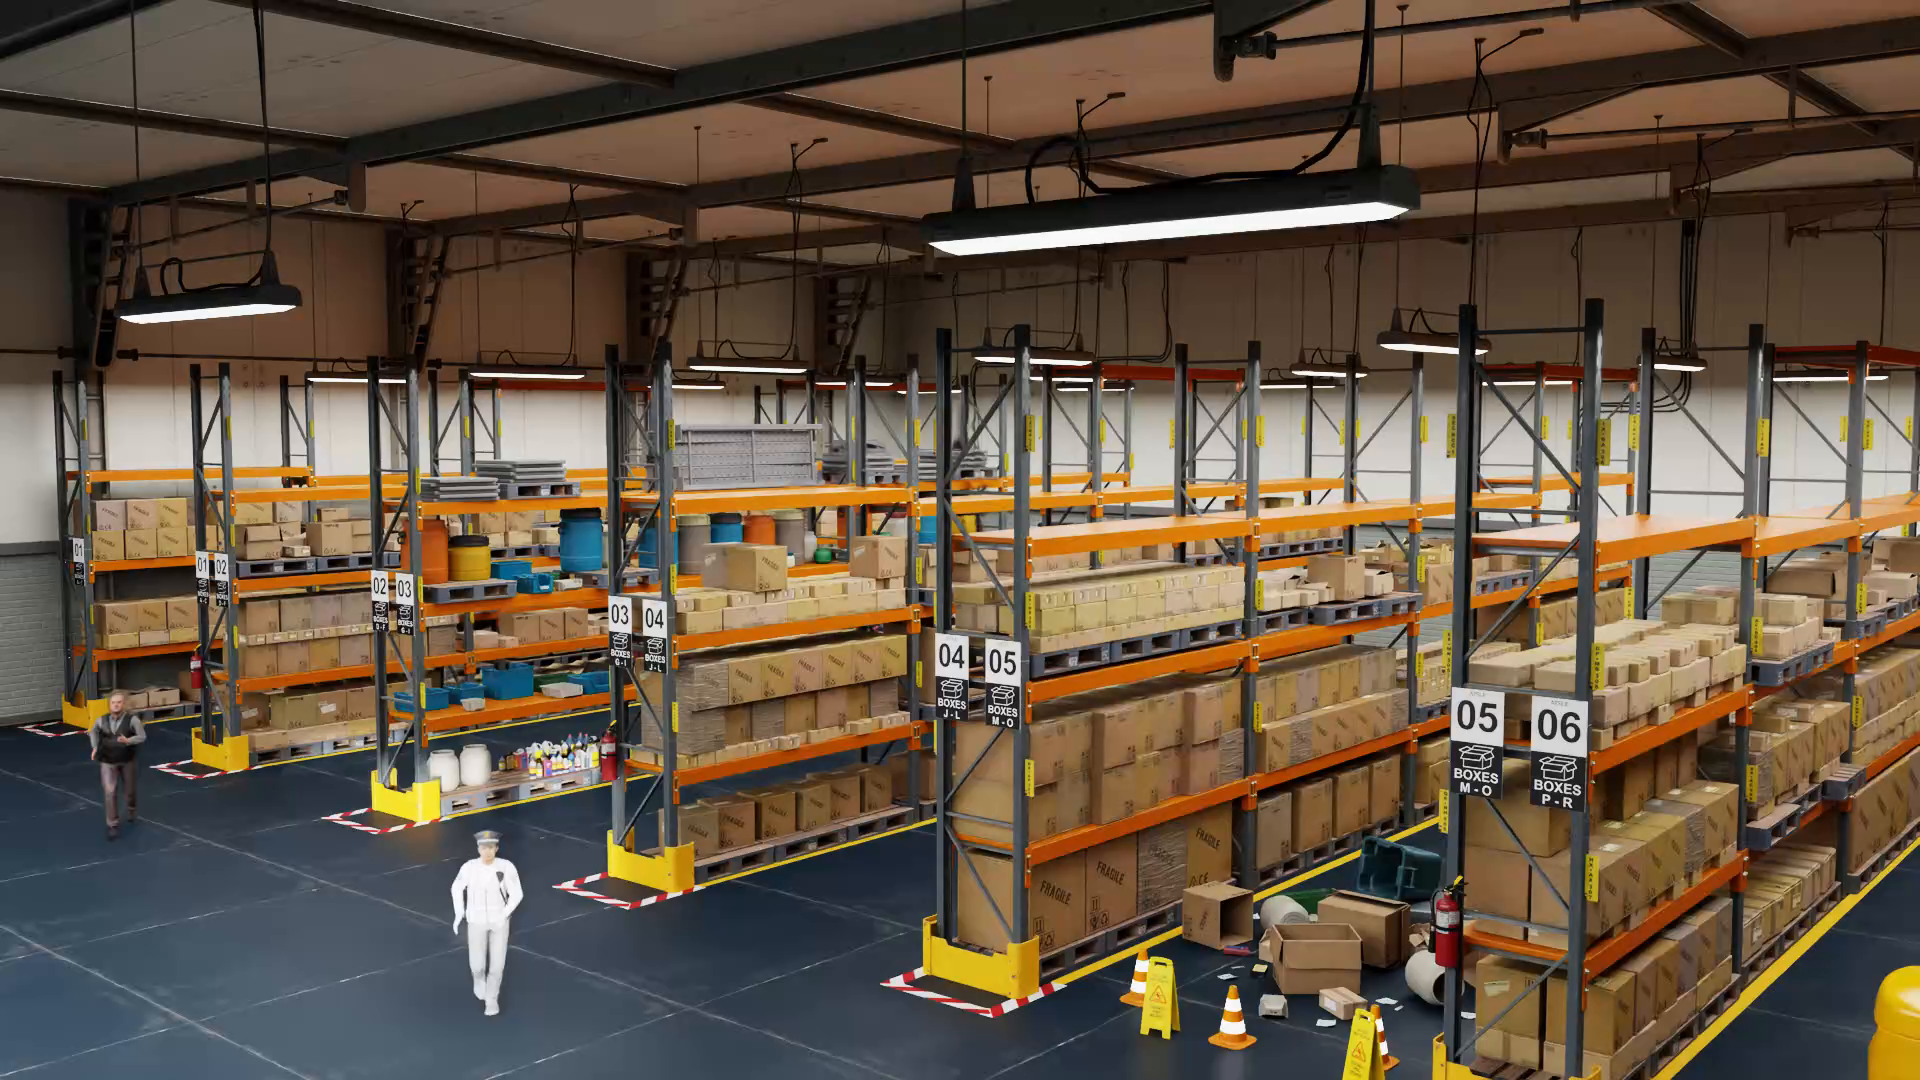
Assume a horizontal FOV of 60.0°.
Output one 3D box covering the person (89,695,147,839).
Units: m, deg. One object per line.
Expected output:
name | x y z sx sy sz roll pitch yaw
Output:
person | -10.512 2.784 20.772 0.656 1.705 0.969 -2 4 -23

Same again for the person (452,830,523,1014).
person | -4.089 3.312 14.383 0.603 1.635 0.575 -1 4 -13
